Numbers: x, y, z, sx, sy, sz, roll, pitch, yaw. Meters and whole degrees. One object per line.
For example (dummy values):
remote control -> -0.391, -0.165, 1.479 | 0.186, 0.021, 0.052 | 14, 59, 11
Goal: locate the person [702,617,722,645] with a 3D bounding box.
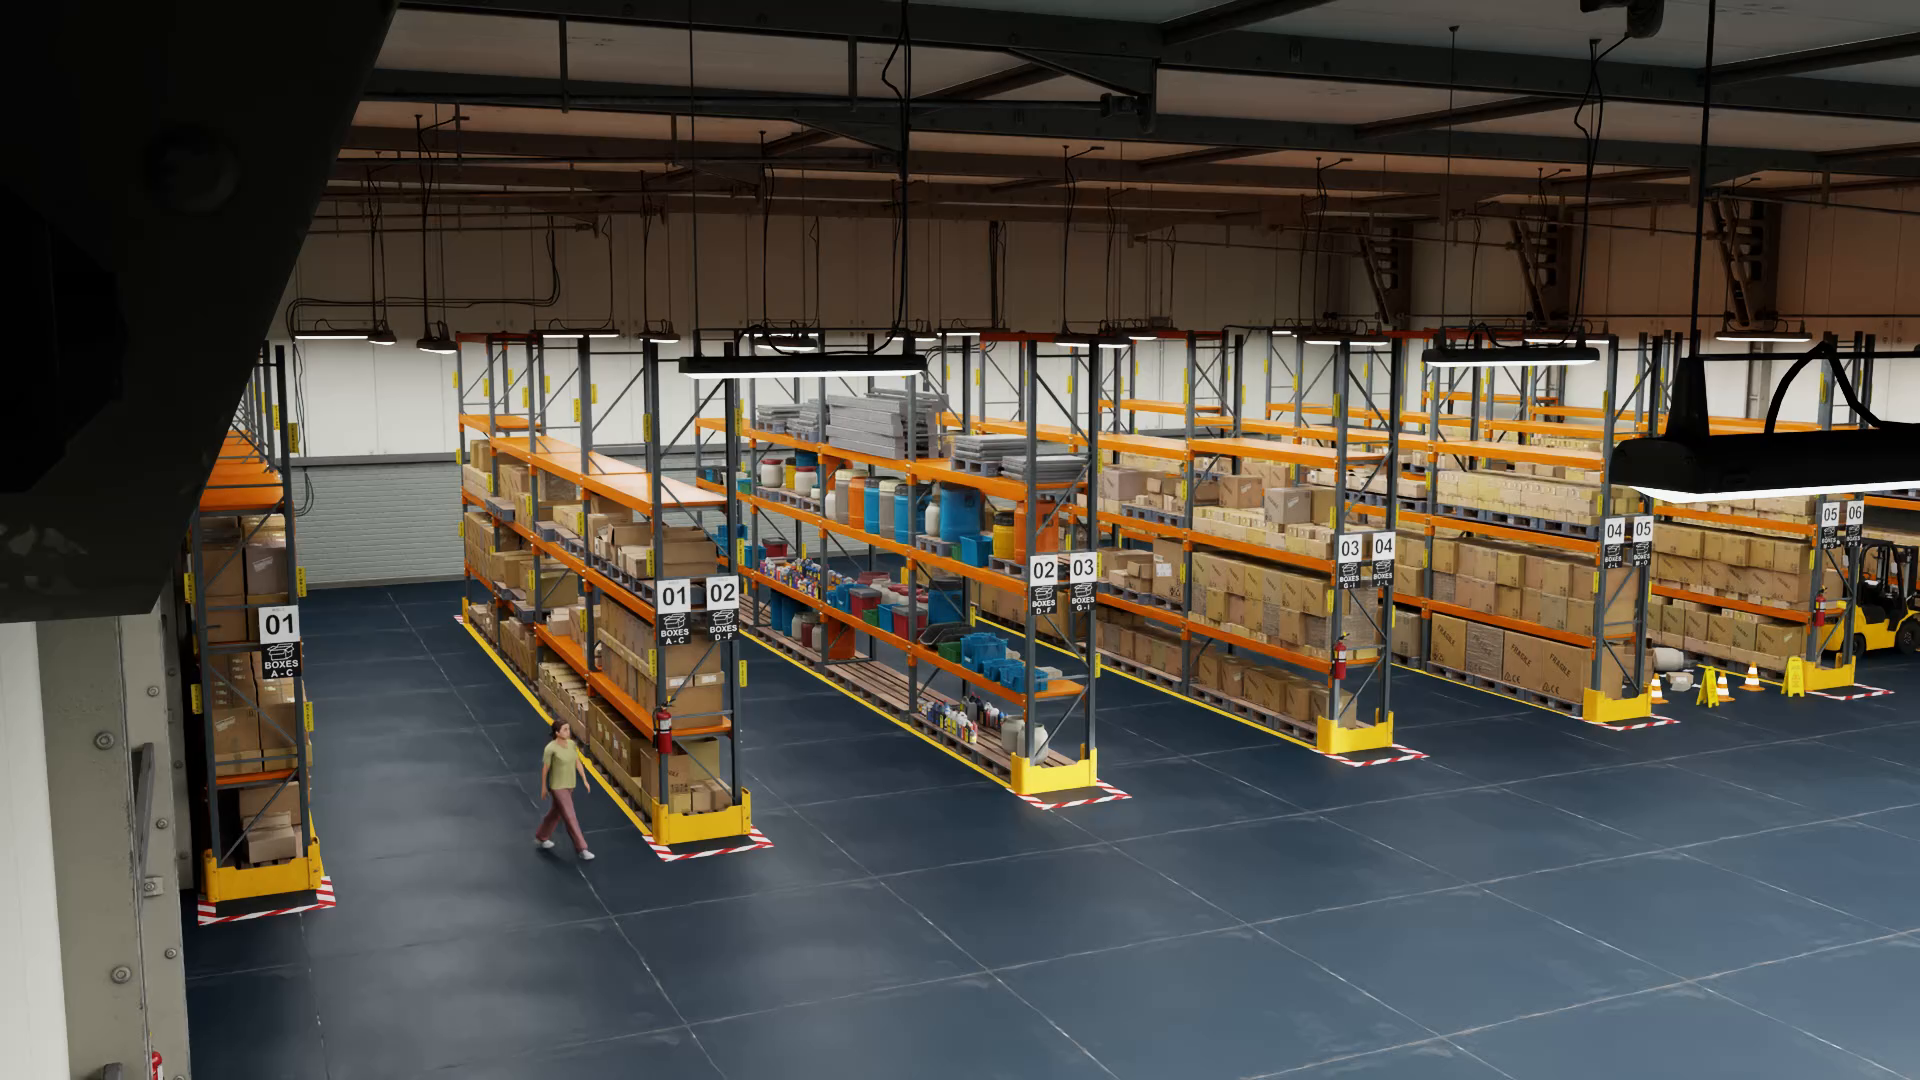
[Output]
person -> -4.509, 1.511, 30.453 | 0.582, 1.469, 0.740 | -2, 8, -15

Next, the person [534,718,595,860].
person -> -4.611, 2.885, 19.541 | 1.051, 1.606, 0.465 | 4, 9, 30
